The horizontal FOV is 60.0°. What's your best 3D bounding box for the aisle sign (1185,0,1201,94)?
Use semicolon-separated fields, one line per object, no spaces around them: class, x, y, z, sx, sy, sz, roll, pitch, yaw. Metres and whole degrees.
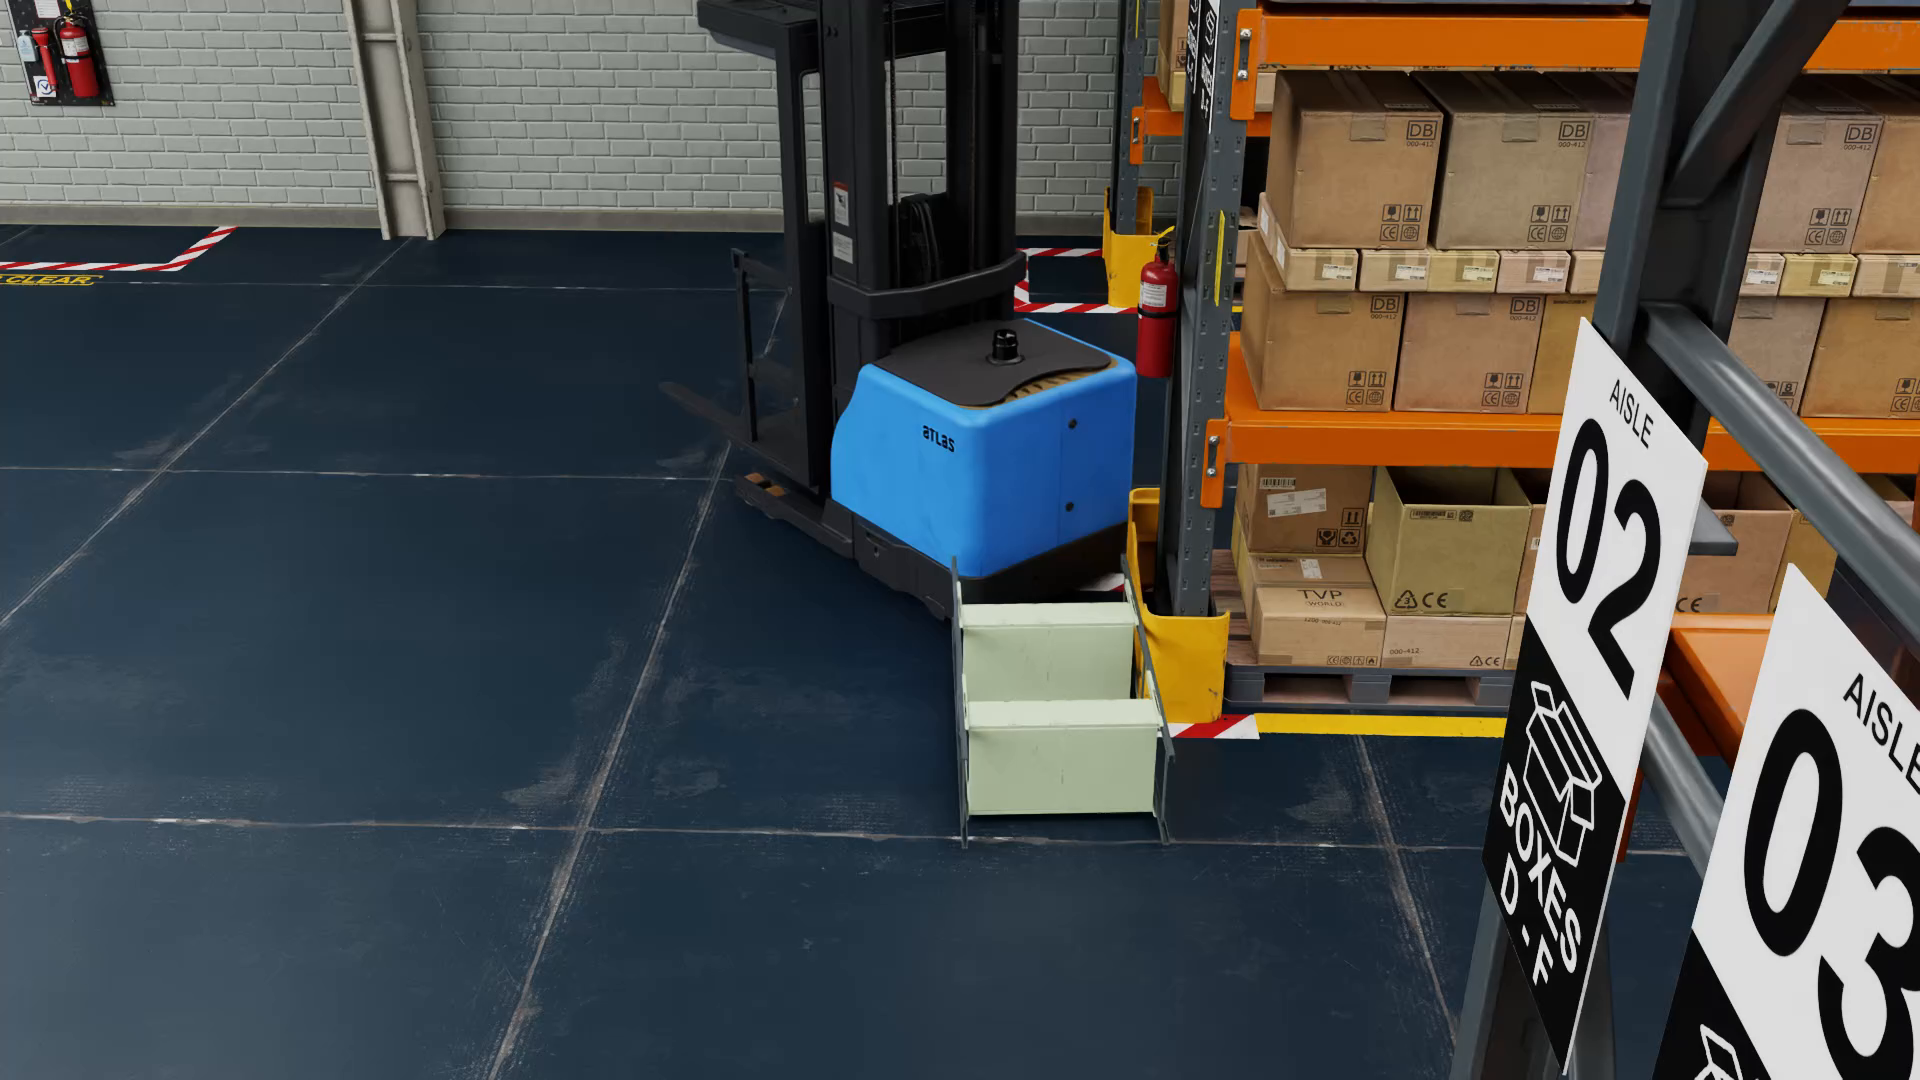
aisle sign;0.895;-2.133;6.296;0.004;0.787;0.394;1;28;2

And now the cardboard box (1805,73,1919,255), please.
cardboard box;3.499;-1.418;6.231;0.500;0.500;0.700;1;28;2

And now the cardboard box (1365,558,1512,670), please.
cardboard box;1.978;0.303;6.964;0.500;0.250;0.500;1;28;2

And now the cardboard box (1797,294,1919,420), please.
cardboard box;3.476;-0.845;6.534;0.500;0.500;0.700;1;28;3

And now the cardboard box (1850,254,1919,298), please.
cardboard box;3.400;-1.037;6.204;0.250;0.149;0.380;2;28;3

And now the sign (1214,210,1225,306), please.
sign;0.925;-1.004;5.933;0.005;0.325;0.100;1;28;2

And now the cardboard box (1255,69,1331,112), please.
cardboard box;2.118;-2.949;10.749;0.500;0.250;0.500;0;28;0

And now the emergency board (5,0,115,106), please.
emergency board;-6.613;-3.716;12.058;0.643;1.169;0.194;1;28;2

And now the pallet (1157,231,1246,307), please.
pallet;2.008;-1.902;11.612;1.213;0.211;1.003;1;28;2

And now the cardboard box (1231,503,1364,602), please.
cardboard box;1.497;0.054;7.434;0.500;0.250;0.500;1;28;2

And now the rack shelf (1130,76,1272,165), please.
rack shelf;3.120;-2.814;11.124;4.000;0.370;1.077;1;28;2

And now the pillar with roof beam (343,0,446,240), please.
pillar with roof beam;-4.296;-4.293;6.741;0.400;9.000;9.100;1;28;2

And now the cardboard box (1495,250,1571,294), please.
cardboard box;2.100;-1.057;6.241;0.250;0.149;0.380;1;28;1

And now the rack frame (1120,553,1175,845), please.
rack frame;0.728;0.584;6.624;0.023;0.400;1.500;-1;28;-1

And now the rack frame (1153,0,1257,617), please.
rack frame;0.951;-0.846;6.644;0.127;3.000;1.000;1;28;2

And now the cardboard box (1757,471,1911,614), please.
cardboard box;3.478;-0.008;6.749;0.500;0.500;0.500;1;28;2

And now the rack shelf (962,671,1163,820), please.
rack shelf;0.373;0.772;6.271;0.720;0.431;0.370;-1;28;-1

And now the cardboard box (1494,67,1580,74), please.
cardboard box;3.634;-3.255;10.525;0.500;0.500;0.500;0;28;0

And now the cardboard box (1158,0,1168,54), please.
cardboard box;1.600;-3.531;11.046;0.500;0.500;0.500;1;28;1

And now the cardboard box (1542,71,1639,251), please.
cardboard box;2.499;-1.435;6.262;0.500;0.500;0.700;1;28;2

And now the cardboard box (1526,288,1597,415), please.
cardboard box;2.438;-0.859;6.562;0.500;0.500;0.700;1;28;2

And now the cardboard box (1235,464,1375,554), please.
cardboard box;1.497;-0.279;7.260;0.500;0.500;0.500;1;28;2

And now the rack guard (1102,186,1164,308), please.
rack guard;1.198;-2.059;11.601;0.348;0.500;1.175;1;28;2

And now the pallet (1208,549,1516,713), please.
pallet;1.716;0.379;7.310;1.213;0.211;1.003;1;28;2

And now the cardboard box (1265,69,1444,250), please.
cardboard box;1.470;-1.449;6.289;0.500;0.500;0.700;1;28;2

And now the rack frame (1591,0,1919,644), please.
rack frame;0.772;-1.178;0.865;0.127;3.000;1.000;1;28;2

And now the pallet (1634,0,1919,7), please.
pallet;2.879;-2.090;5.882;1.213;0.211;1.003;1;28;2

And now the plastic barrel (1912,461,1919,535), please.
plastic barrel;1.262;-0.280;1.466;0.708;0.830;0.600;1;28;2

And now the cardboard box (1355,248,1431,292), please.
cardboard box;1.599;-1.067;6.260;0.250;0.149;0.380;0;28;0

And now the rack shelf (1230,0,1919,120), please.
rack shelf;2.949;-1.821;6.047;4.000;0.370;1.077;1;28;2

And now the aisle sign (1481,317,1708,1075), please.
aisle sign;0.711;0.183;1.926;0.004;0.787;0.394;1;28;2

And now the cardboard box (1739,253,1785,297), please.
cardboard box;2.871;-1.044;6.217;0.250;0.149;0.380;1;28;2

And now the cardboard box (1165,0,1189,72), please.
cardboard box;1.588;-3.290;10.593;0.500;0.500;0.500;1;28;2

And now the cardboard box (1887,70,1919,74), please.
cardboard box;6.185;-3.301;10.697;0.500;0.500;0.700;4;28;7

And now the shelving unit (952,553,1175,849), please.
shelving unit;0.362;0.589;6.615;0.755;0.431;1.500;-1;28;-1

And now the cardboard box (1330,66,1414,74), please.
cardboard box;2.598;-3.266;10.547;0.500;0.500;0.500;0;28;0

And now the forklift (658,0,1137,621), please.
forklift;-0.504;-1.534;8.014;1.130;2.935;3.031;-21;34;-34

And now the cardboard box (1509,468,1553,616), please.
cardboard box;2.479;-0.026;6.783;0.500;0.500;0.500;1;28;2

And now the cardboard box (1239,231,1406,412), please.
cardboard box;1.417;-0.877;6.595;0.500;0.500;0.700;1;28;2
